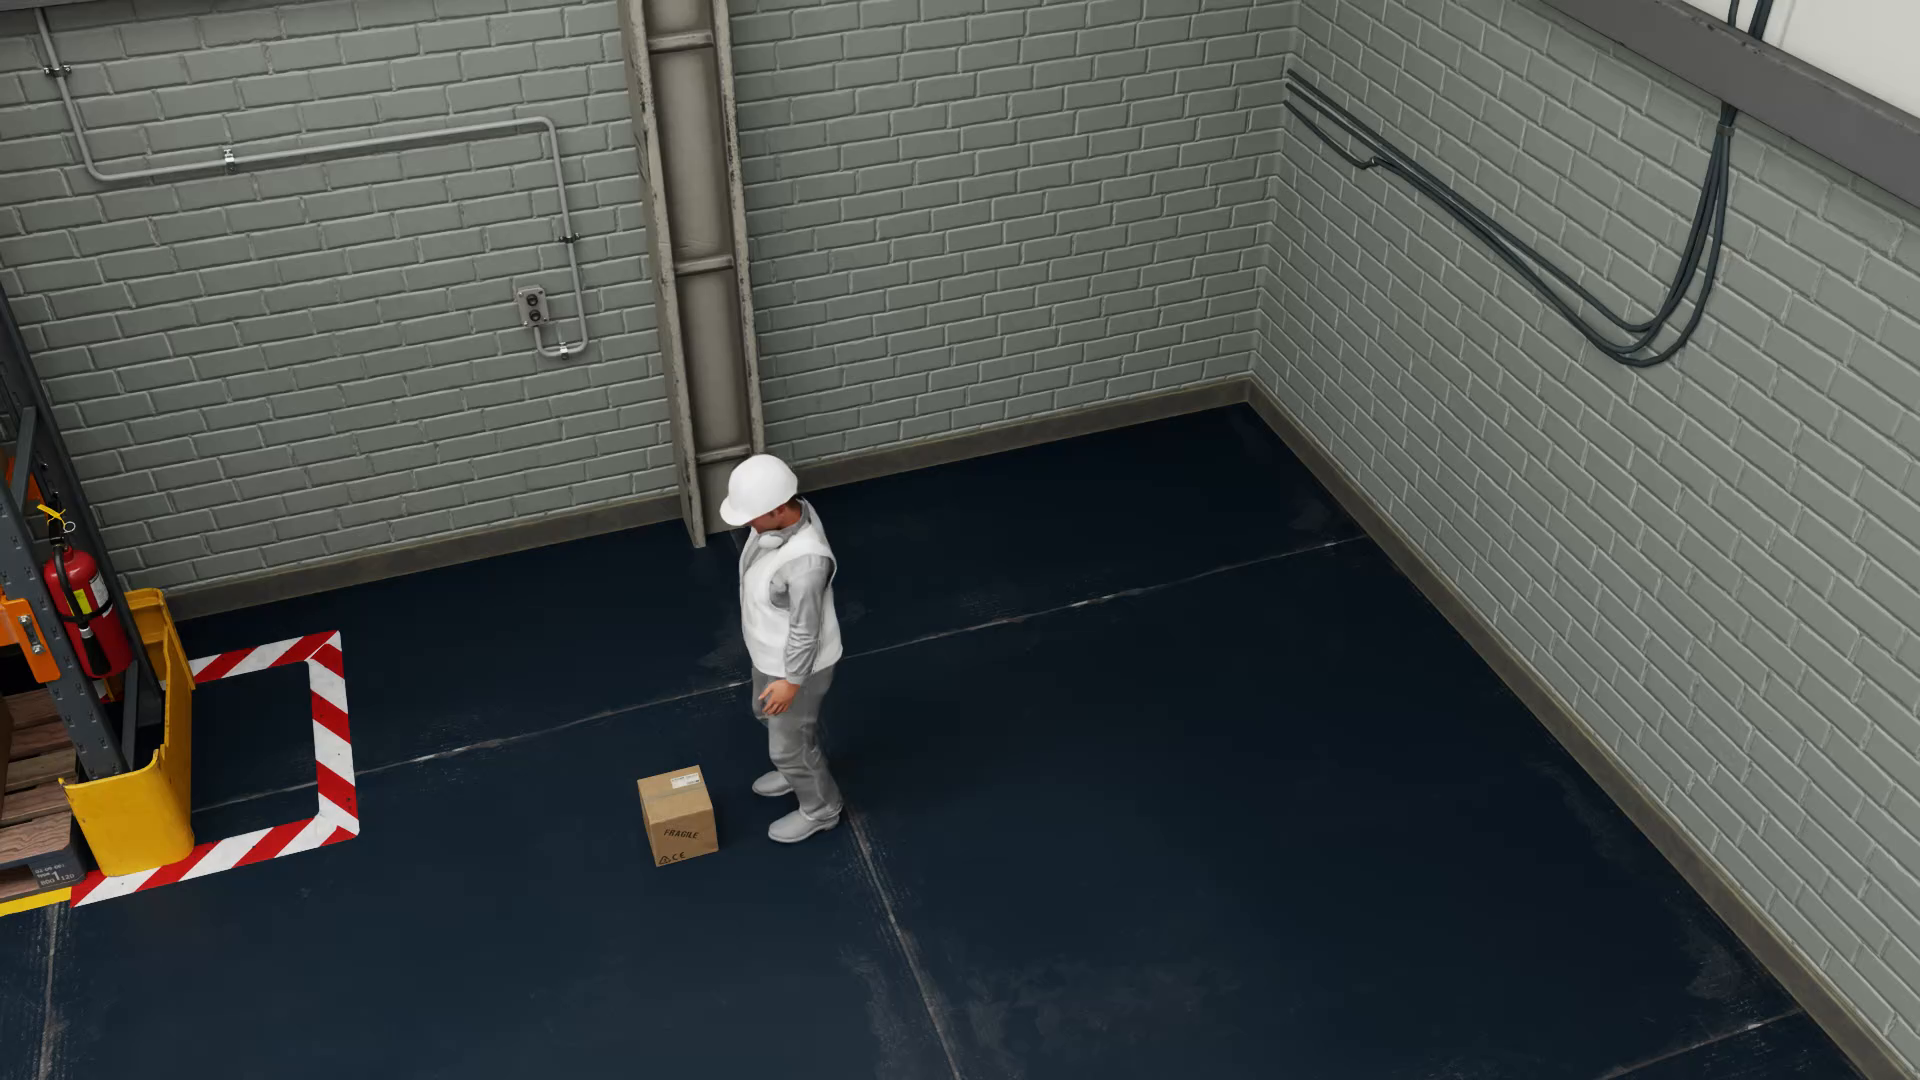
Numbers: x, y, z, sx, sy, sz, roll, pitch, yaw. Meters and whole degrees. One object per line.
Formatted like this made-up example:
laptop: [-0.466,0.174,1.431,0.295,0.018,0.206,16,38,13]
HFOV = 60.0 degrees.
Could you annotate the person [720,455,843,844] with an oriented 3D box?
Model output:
person: [-0.648,0.410,6.247,0.389,1.756,0.540,-12,39,-15]
